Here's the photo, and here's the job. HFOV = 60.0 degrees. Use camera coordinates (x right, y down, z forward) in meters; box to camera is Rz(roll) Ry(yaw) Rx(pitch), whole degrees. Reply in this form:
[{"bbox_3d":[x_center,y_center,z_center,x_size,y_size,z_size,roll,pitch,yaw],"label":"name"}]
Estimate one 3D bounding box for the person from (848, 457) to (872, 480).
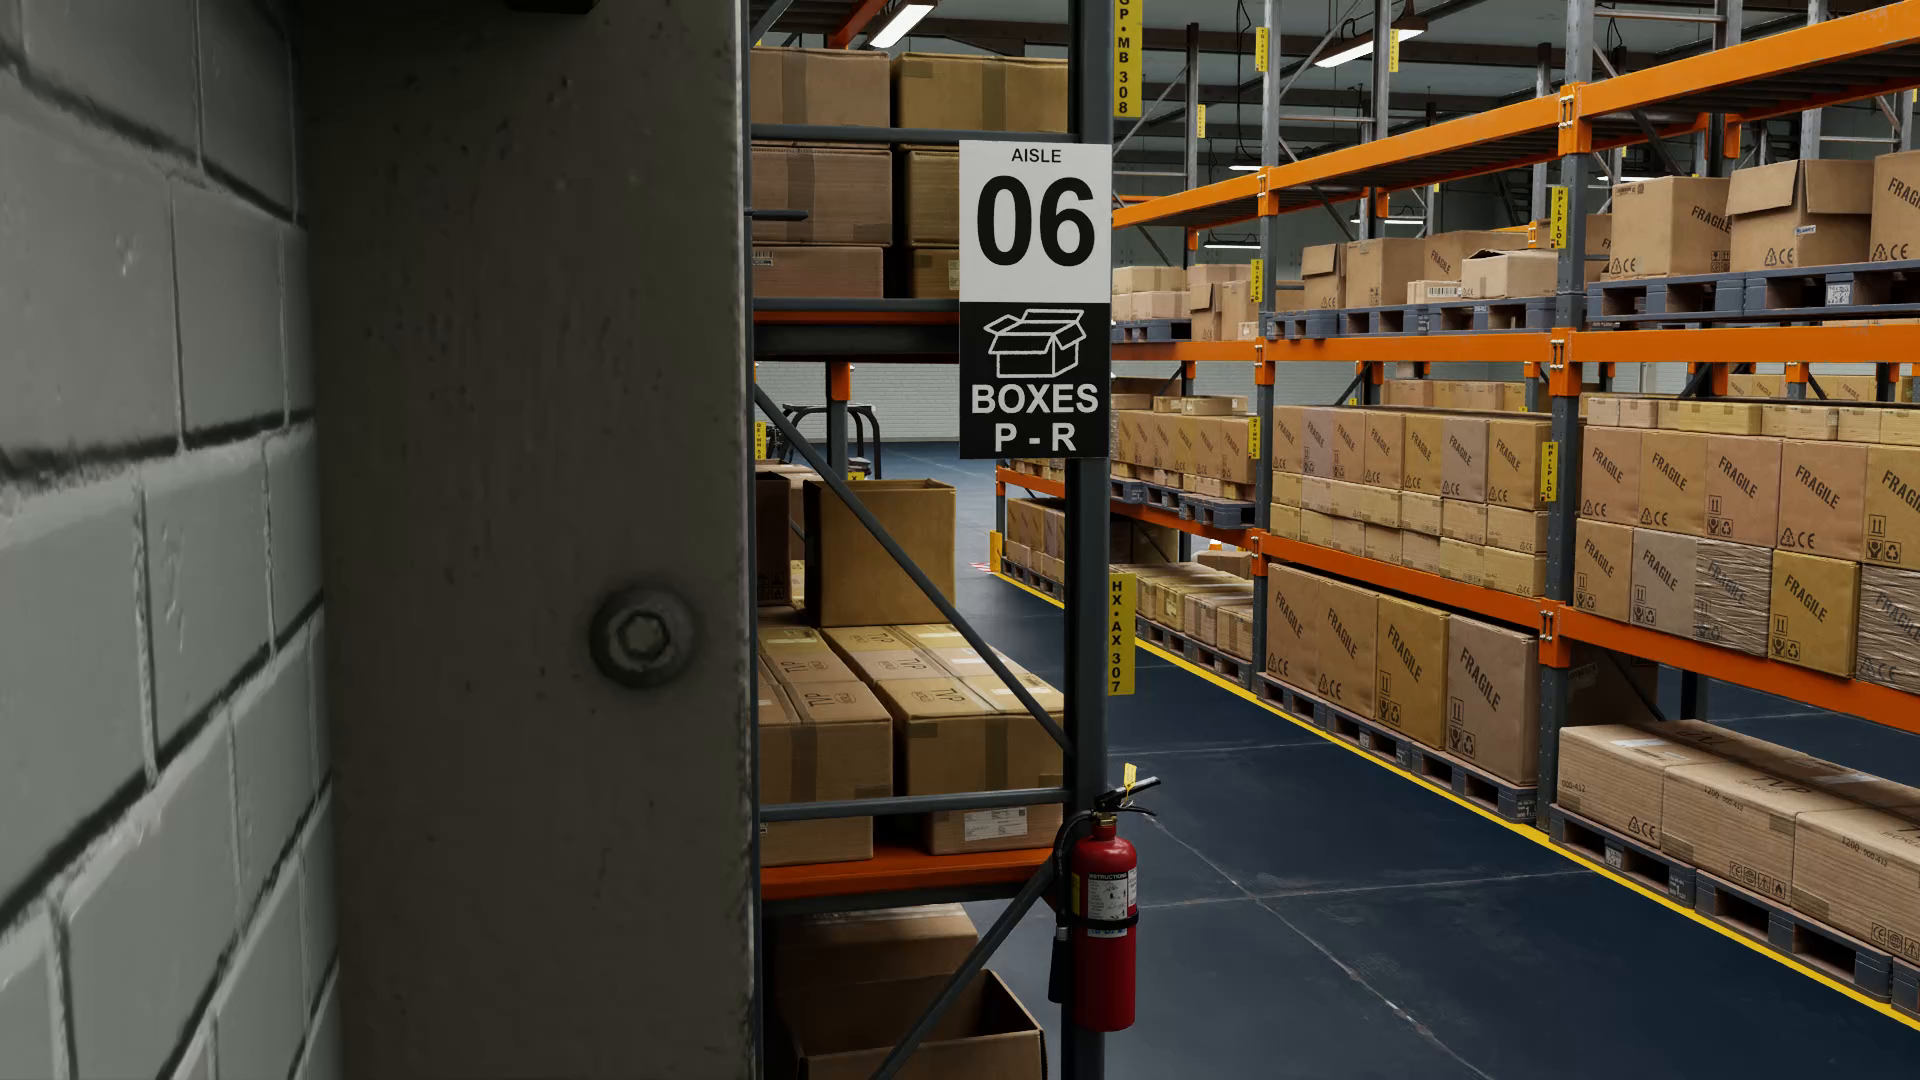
[{"bbox_3d":[-0.984,-0.015,16.981,0.374,1.664,0.528,-2,6,-14],"label":"person"}]
